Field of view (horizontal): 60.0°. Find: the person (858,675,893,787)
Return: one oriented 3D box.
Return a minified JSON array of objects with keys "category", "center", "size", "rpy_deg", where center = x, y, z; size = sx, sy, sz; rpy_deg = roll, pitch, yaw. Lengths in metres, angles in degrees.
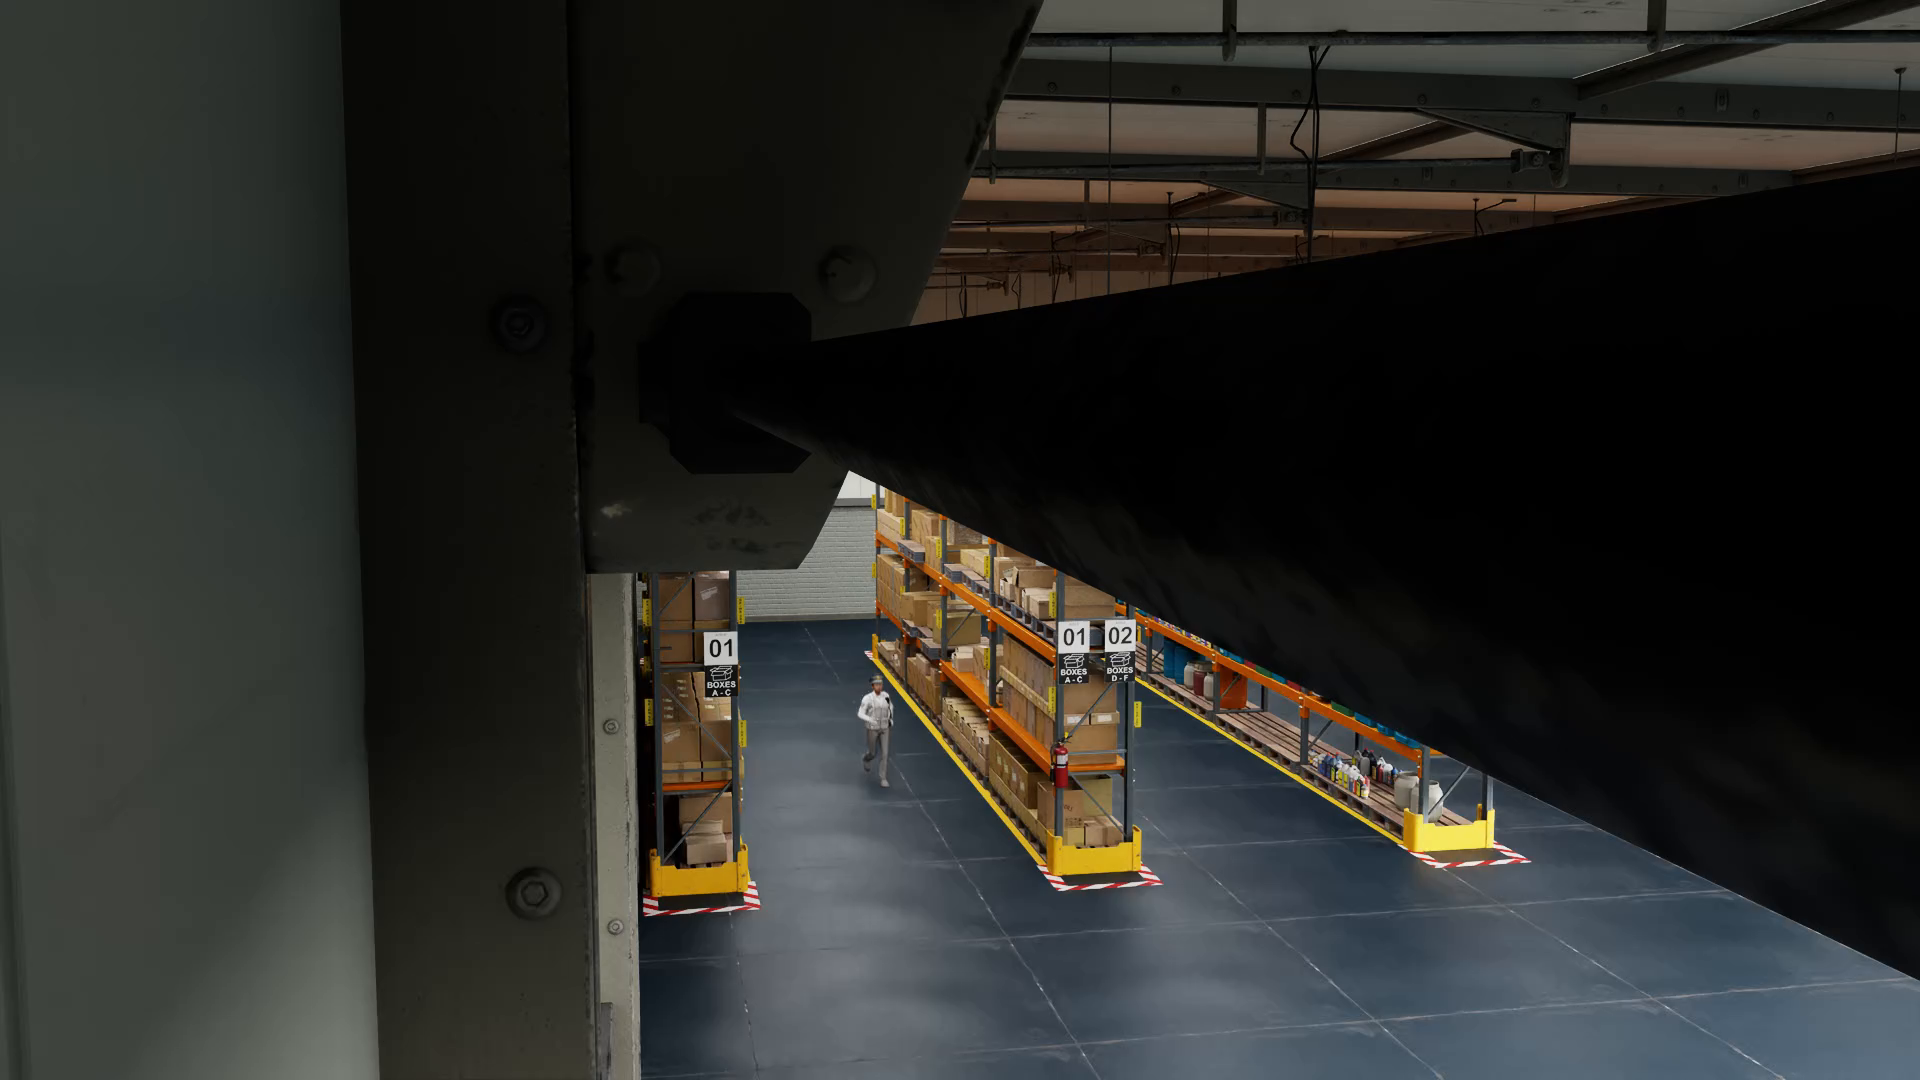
[{"category":"person","center":[-1.253,2.882,25.402],"size":[0.618,1.664,0.890],"rpy_deg":[-2,6,-23]}]
